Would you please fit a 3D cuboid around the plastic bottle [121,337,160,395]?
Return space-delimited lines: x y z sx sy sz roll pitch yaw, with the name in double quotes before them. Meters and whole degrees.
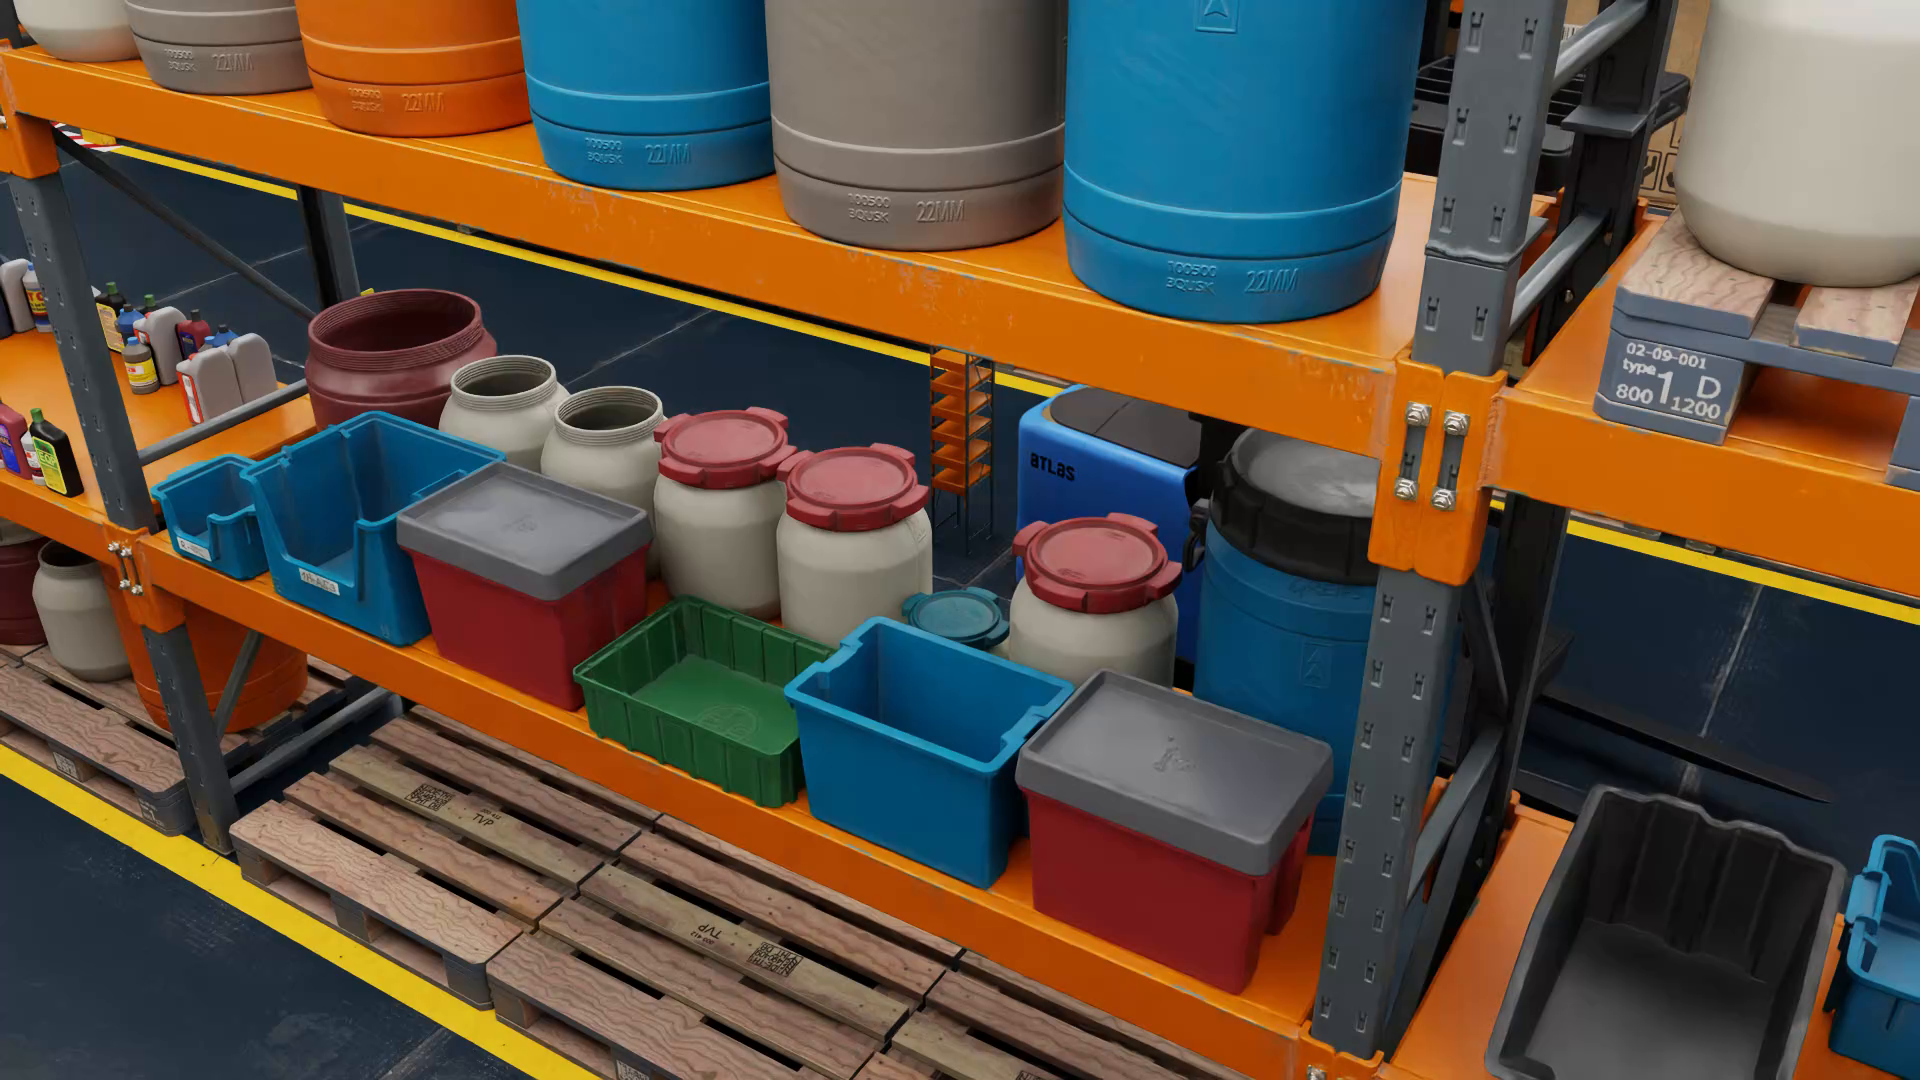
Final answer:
"plastic bottle" -2.996 -0.642 6.071 0.097 0.201 0.097 0 30 0

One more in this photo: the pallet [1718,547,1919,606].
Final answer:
"pallet" 4.250 -0.081 7.680 1.213 0.211 1.003 18 35 27

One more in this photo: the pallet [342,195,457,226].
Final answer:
"pallet" -3.716 -2.627 12.043 1.213 0.211 1.003 18 35 27

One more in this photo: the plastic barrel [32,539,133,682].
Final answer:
"plastic barrel" -3.308 0.248 6.400 0.421 0.512 0.421 0 30 0

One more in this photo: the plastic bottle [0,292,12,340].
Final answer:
"plastic bottle" -3.828 -0.956 6.461 0.185 0.351 0.144 18 35 27

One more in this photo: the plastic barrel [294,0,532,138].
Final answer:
"plastic barrel" -1.225 -1.402 3.773 0.708 0.830 0.600 18 35 27

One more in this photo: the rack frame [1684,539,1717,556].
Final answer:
"rack frame" 3.662 -1.451 7.260 0.127 3.000 1.000 18 35 27

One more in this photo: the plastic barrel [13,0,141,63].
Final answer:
"plastic barrel" -2.259 -1.538 4.322 0.421 0.512 0.421 0 30 0

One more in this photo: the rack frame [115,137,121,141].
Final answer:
"rack frame" -6.502 -4.665 12.770 0.127 3.000 1.000 18 35 27

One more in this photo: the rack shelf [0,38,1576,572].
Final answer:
"rack shelf" -0.665 -0.858 3.980 4.000 0.370 1.077 18 35 27

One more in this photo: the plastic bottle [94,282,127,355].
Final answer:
"plastic bottle" -3.230 -0.853 6.351 0.133 0.283 0.061 18 35 27

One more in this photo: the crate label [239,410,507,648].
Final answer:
"crate label" -1.661 -0.042 4.810 0.616 0.435 0.502 18 35 27

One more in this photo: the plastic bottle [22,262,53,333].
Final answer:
"plastic bottle" -3.615 -0.959 6.545 0.097 0.271 0.097 0 30 0

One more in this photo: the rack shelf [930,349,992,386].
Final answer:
"rack shelf" 0.012 -0.787 7.282 0.180 0.103 0.258 18 35 27

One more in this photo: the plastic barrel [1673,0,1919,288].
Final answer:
"plastic barrel" 1.289 -0.663 2.405 0.421 0.512 0.421 0 30 0

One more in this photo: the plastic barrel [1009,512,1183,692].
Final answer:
"plastic barrel" 0.335 0.255 4.202 0.433 0.535 0.433 0 30 0

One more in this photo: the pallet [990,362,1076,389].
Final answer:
"pallet" 0.935 -1.108 9.440 1.213 0.211 1.003 18 35 27

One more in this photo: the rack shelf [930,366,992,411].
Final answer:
"rack shelf" 0.012 -0.683 7.342 0.180 0.103 0.258 18 35 27

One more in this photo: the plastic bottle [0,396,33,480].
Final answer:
"plastic bottle" -3.124 -0.346 5.482 0.133 0.283 0.061 18 35 27

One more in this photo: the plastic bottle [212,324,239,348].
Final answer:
"plastic bottle" -2.637 -0.649 6.014 0.097 0.271 0.097 0 30 0

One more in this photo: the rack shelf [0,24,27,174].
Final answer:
"rack shelf" -4.053 -1.929 5.817 4.000 0.370 1.077 18 35 27

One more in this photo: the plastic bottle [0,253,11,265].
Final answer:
"plastic bottle" -3.861 -1.057 6.634 0.185 0.351 0.144 18 35 27

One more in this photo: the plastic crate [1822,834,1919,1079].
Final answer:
"plastic crate" 2.111 0.908 3.364 0.616 0.251 0.499 18 35 27

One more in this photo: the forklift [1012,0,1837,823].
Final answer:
"forklift" 1.673 -0.541 5.769 3.031 2.935 1.130 23 37 33

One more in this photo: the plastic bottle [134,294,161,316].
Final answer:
"plastic bottle" -3.035 -0.791 6.245 0.133 0.283 0.061 18 35 27

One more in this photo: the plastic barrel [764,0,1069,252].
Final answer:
"plastic barrel" -0.071 -1.068 3.129 0.600 0.901 0.600 0 30 0

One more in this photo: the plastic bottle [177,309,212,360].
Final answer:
"plastic bottle" -2.808 -0.719 6.122 0.133 0.283 0.061 18 35 27

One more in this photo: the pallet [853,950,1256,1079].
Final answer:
"pallet" 0.343 1.674 4.671 1.213 0.211 1.003 18 35 27

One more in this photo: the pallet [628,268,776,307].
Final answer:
"pallet" -1.383 -1.888 10.778 1.213 0.211 1.003 18 35 27

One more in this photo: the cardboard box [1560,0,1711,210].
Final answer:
"cardboard box" 3.064 -2.164 7.470 1.000 1.000 1.000 18 35 28

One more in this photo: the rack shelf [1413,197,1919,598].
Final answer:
"rack shelf" 2.723 0.214 2.144 4.000 0.370 1.077 18 35 27

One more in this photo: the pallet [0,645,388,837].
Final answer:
"pallet" -3.049 0.603 6.508 1.213 0.211 1.003 18 35 27

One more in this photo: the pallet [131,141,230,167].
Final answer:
"pallet" -5.783 -3.280 13.163 1.213 0.211 1.003 18 35 27

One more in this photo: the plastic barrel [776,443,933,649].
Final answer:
"plastic barrel" -0.286 0.058 4.539 0.433 0.535 0.433 0 30 0

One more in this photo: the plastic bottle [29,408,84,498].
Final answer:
"plastic bottle" -2.928 -0.284 5.376 0.133 0.283 0.061 18 35 27

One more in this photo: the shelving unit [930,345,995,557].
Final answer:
"shelving unit" 0.012 -0.514 7.441 0.189 1.200 0.258 18 35 27

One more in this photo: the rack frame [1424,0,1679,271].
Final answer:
"rack frame" 1.029 -1.928 2.125 0.127 3.000 1.000 18 35 27

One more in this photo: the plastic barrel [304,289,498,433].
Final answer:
"plastic barrel" -1.805 -0.472 5.448 0.708 0.536 0.600 18 35 27

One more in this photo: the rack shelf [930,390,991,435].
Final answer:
"rack shelf" 0.012 -0.580 7.403 0.180 0.103 0.258 18 35 27

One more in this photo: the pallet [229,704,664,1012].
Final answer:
"pallet" -1.723 1.020 5.792 1.213 0.211 1.003 18 35 27

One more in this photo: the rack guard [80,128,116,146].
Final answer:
"rack guard" -6.522 -3.592 13.411 0.348 0.500 1.175 18 35 27

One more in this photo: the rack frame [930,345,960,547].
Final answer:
"rack frame" -0.065 -0.539 7.483 0.006 1.200 0.240 18 35 27

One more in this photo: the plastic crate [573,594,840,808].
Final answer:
"plastic crate" -0.596 0.409 4.283 0.662 0.188 0.450 18 35 27

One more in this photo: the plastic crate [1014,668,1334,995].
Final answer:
"plastic crate" 0.456 0.636 3.619 0.583 0.464 0.402 18 35 27

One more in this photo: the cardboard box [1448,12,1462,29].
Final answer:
"cardboard box" 3.465 -3.620 12.795 0.750 0.750 1.050 17 34 27

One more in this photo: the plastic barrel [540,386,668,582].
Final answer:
"plastic barrel" -1.017 -0.159 4.936 0.421 0.512 0.421 0 30 0
